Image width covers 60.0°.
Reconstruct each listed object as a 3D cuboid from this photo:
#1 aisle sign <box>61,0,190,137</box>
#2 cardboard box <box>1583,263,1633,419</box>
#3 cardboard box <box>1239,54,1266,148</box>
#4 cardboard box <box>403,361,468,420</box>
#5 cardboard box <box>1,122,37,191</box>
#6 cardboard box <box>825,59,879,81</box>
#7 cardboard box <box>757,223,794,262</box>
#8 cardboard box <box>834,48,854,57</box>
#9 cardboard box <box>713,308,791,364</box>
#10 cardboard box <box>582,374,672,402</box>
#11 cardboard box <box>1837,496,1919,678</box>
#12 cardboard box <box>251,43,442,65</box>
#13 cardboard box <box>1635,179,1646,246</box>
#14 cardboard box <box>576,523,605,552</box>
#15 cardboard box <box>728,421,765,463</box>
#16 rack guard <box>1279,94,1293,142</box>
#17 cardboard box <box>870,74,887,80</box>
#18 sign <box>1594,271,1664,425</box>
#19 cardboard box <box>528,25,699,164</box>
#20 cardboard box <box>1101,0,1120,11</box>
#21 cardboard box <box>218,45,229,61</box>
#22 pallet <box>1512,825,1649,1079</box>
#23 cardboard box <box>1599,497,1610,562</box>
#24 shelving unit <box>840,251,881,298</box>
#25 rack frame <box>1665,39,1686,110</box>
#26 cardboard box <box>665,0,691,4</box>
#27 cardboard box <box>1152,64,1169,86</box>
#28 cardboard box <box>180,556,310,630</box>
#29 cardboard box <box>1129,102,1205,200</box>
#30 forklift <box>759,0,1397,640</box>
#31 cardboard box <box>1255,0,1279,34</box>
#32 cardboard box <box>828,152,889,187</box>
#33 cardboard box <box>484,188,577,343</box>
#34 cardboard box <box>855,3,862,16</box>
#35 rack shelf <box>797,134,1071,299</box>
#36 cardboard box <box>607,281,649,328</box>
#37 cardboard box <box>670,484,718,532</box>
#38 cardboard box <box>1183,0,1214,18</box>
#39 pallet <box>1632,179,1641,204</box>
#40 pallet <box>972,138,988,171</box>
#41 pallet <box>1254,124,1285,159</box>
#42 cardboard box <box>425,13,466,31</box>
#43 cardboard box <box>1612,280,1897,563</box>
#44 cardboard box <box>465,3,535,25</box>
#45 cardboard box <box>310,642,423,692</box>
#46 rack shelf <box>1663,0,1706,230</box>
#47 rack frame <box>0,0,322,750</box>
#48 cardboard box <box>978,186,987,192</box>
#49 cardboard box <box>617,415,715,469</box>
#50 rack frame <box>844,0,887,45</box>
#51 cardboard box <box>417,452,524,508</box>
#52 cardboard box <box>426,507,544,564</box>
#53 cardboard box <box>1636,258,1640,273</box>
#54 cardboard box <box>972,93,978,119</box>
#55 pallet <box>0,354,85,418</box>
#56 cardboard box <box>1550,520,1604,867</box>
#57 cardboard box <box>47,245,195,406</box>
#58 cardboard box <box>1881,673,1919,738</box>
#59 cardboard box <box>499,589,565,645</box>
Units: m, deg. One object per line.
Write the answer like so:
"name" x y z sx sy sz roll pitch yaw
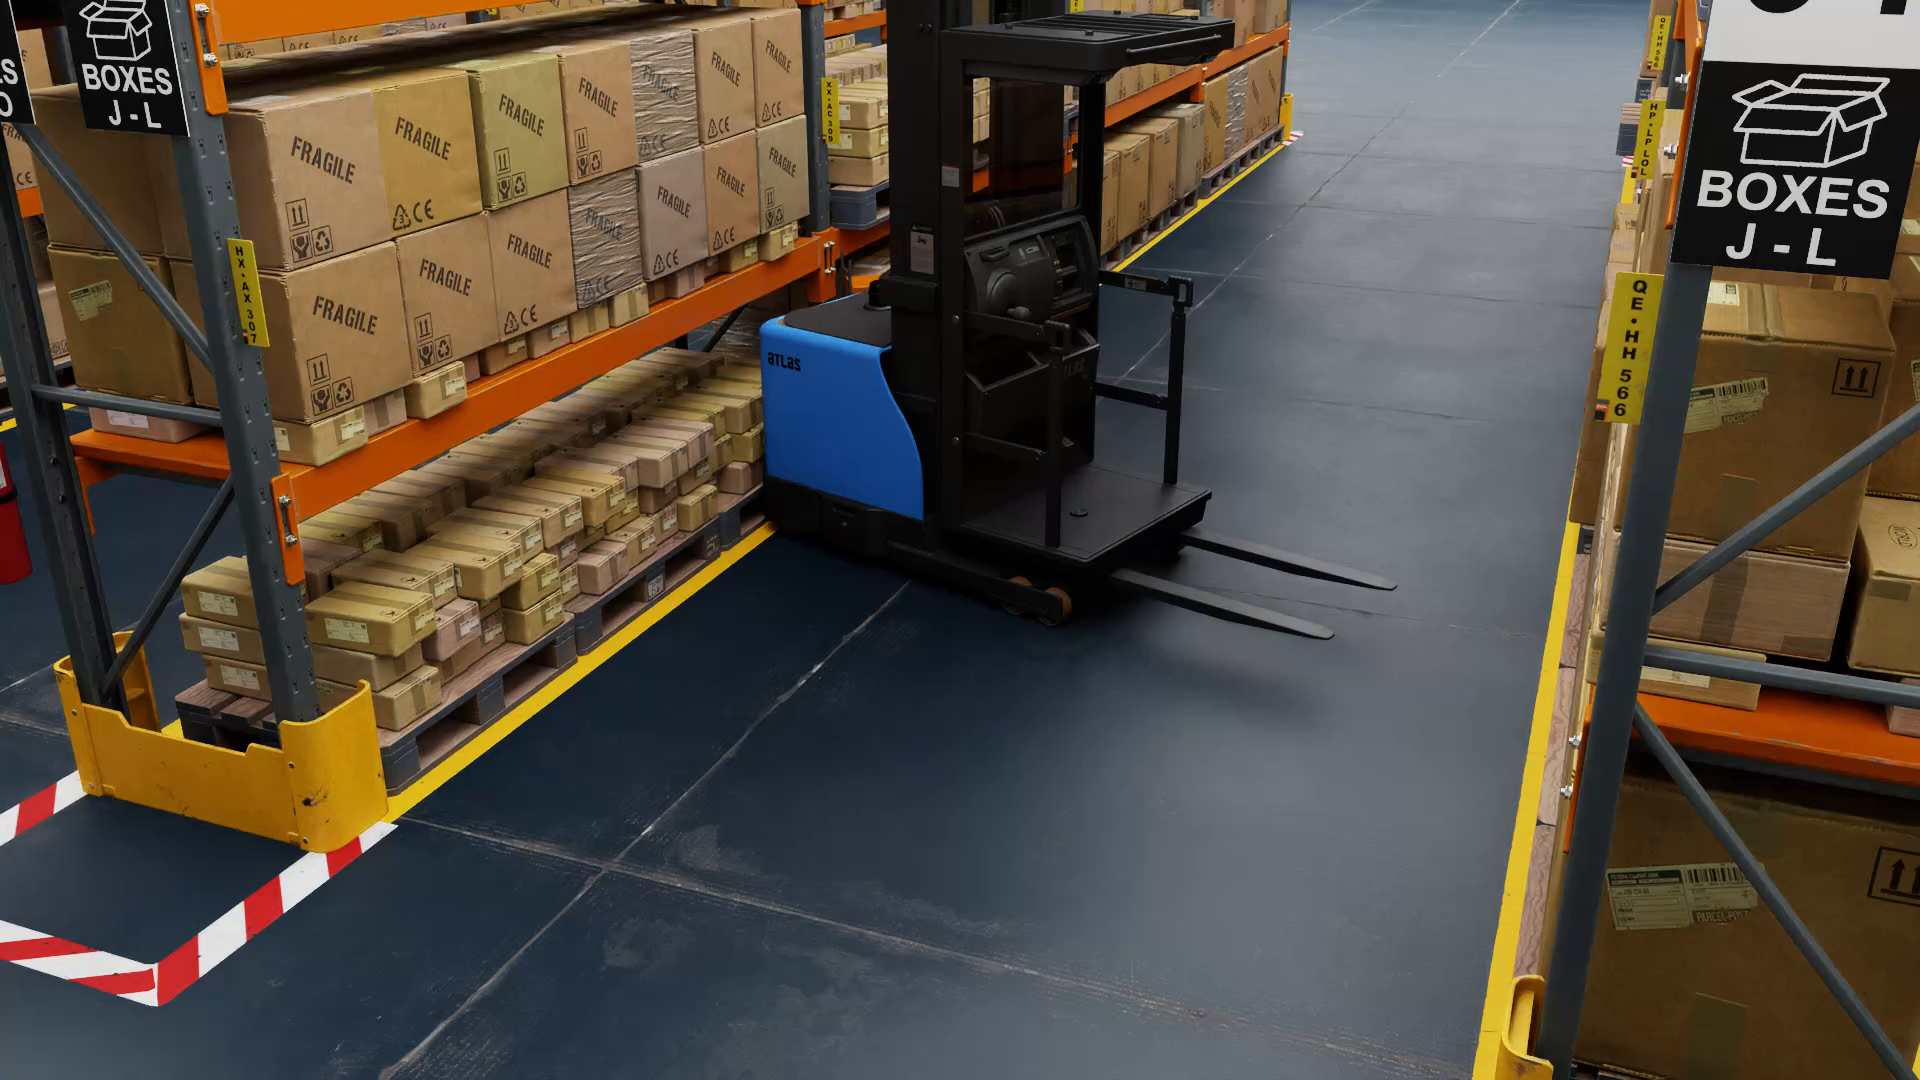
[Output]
"aisle sign" -2.402 -1.553 4.703 0.394 0.787 0.004 9 24 20
"cardboard box" 3.950 -0.873 8.659 1.225 0.875 0.875 8 24 18
"cardboard box" 2.774 -4.794 18.048 0.875 0.875 0.875 8 24 19
"cardboard box" -2.023 -0.561 6.028 0.380 0.149 0.250 8 24 19
"cardboard box" -5.736 -2.370 9.902 0.500 0.500 0.500 9 24 21
"cardboard box" -0.715 -2.844 10.176 0.380 0.149 0.250 8 24 18
"cardboard box" -1.051 -1.494 8.262 0.380 0.149 0.250 8 24 19
"cardboard box" -1.590 -5.580 19.768 0.500 0.500 0.500 10 25 22
"cardboard box" -1.127 -1.195 9.918 0.500 0.500 0.500 8 24 19
"cardboard box" -1.693 -0.725 8.477 0.380 0.149 0.250 8 24 19
"cardboard box" 2.343 0.123 3.873 0.500 0.250 0.500 8 24 19
"cardboard box" -2.341 -1.635 6.460 0.500 0.500 0.500 10 25 23
"cardboard box" 3.698 -1.724 8.357 0.500 0.500 0.500 8 24 19
"cardboard box" -1.789 -0.067 7.286 0.380 0.149 0.250 10 25 23
"cardboard box" -1.162 -0.514 8.357 0.380 0.149 0.250 8 24 18
"rack guard" 3.299 -5.003 19.580 1.175 0.500 0.348 9 24 20
"cardboard box" -0.304 -2.562 9.502 0.380 0.149 0.250 8 24 19
"sign" 1.415 -0.402 3.512 0.100 0.325 0.005 9 24 20
"cardboard box" -1.481 -1.925 7.153 0.500 0.500 0.500 9 24 21
"cardboard box" 0.869 -4.317 13.267 0.700 0.500 0.500 8 24 19
"cardboard box" -5.207 -3.336 10.918 0.500 0.500 0.500 9 24 20
"pallet" 2.139 1.313 4.832 1.003 0.211 1.213 9 24 20
"cardboard box" 2.024 -0.007 4.702 0.380 0.149 0.250 9 24 21
"shelving unit" -0.361 -0.957 8.984 0.503 1.200 0.258 -5 23 -13
"rack frame" 3.400 -1.108 7.010 1.000 3.000 0.127 9 24 20
"cardboard box" -2.971 -5.391 16.203 0.500 0.500 0.500 9 24 20
"cardboard box" 1.483 -4.176 14.226 0.500 0.500 0.500 9 24 21
"cardboard box" -2.692 0.199 6.264 0.380 0.149 0.250 9 24 21
"cardboard box" 1.657 -3.637 15.440 1.050 0.750 0.750 9 24 20
"forklift" 0.495 -1.205 7.332 3.031 2.935 1.130 17 28 34
"cardboard box" 3.010 -5.878 18.236 0.875 0.550 0.550 9 24 20
"cardboard box" -0.594 -2.007 8.944 0.380 0.149 0.250 8 24 18
"cardboard box" -1.861 -1.096 6.466 0.500 0.500 0.500 9 24 21
"cardboard box" -1.390 -6.345 19.875 0.380 0.149 0.250 8 24 19
"rack shelf" -0.425 -2.238 10.649 1.077 0.370 4.000 9 24 20
"cardboard box" -1.570 -1.032 7.156 0.380 0.149 0.250 9 24 21
"cardboard box" -1.381 -0.173 7.926 0.380 0.149 0.250 9 24 20
"cardboard box" 1.930 -4.920 15.942 0.875 0.550 0.550 9 24 20
"pallet" 7.040 -3.367 16.037 1.003 0.211 1.213 9 24 20
"pallet" -0.379 -2.483 10.550 1.003 0.211 1.213 9 24 20
"pallet" 3.065 -4.564 18.903 1.003 0.211 1.213 9 24 20
"cardboard box" -4.264 -4.243 13.089 0.500 0.500 0.500 8 24 19
"cardboard box" 1.851 -0.302 3.918 0.500 0.500 0.500 9 24 21
"cardboard box" -3.933 -4.463 13.982 0.500 0.500 0.500 8 24 19
"cardboard box" -2.220 0.411 6.142 0.380 0.149 0.250 10 25 22
"rack shelf" 2.657 -1.444 4.857 1.077 0.370 4.000 9 24 20
"rack frame" -2.653 -0.422 5.370 1.000 3.000 0.127 9 24 20
"cardboard box" 0.308 -2.389 11.804 0.500 0.250 0.500 8 24 19
"cardboard box" -1.386 -0.463 7.849 0.380 0.149 0.250 8 24 17
"rack frame" -1.344 -6.821 20.687 1.000 3.000 0.127 9 24 20
"cardboard box" -2.163 -0.260 7.362 0.380 0.149 0.250 8 24 18
"cardboard box" -1.925 -0.002 6.746 0.380 0.149 0.250 8 24 17
"cardboard box" 2.793 -0.868 6.244 0.500 0.250 0.500 9 24 20
"cardboard box" -0.111 -2.614 10.012 0.380 0.149 0.250 8 24 19
"pallet" -6.156 -0.979 10.319 1.003 0.211 1.213 9 24 20
"cardboard box" 2.416 0.544 5.267 0.875 0.875 0.875 9 24 20
"cardboard box" -2.725 -0.804 5.766 0.500 0.500 0.500 9 24 21
"cardboard box" 2.352 0.360 3.822 0.380 0.149 0.250 9 24 21
"cardboard box" -1.858 0.287 6.826 0.380 0.149 0.250 9 24 21
